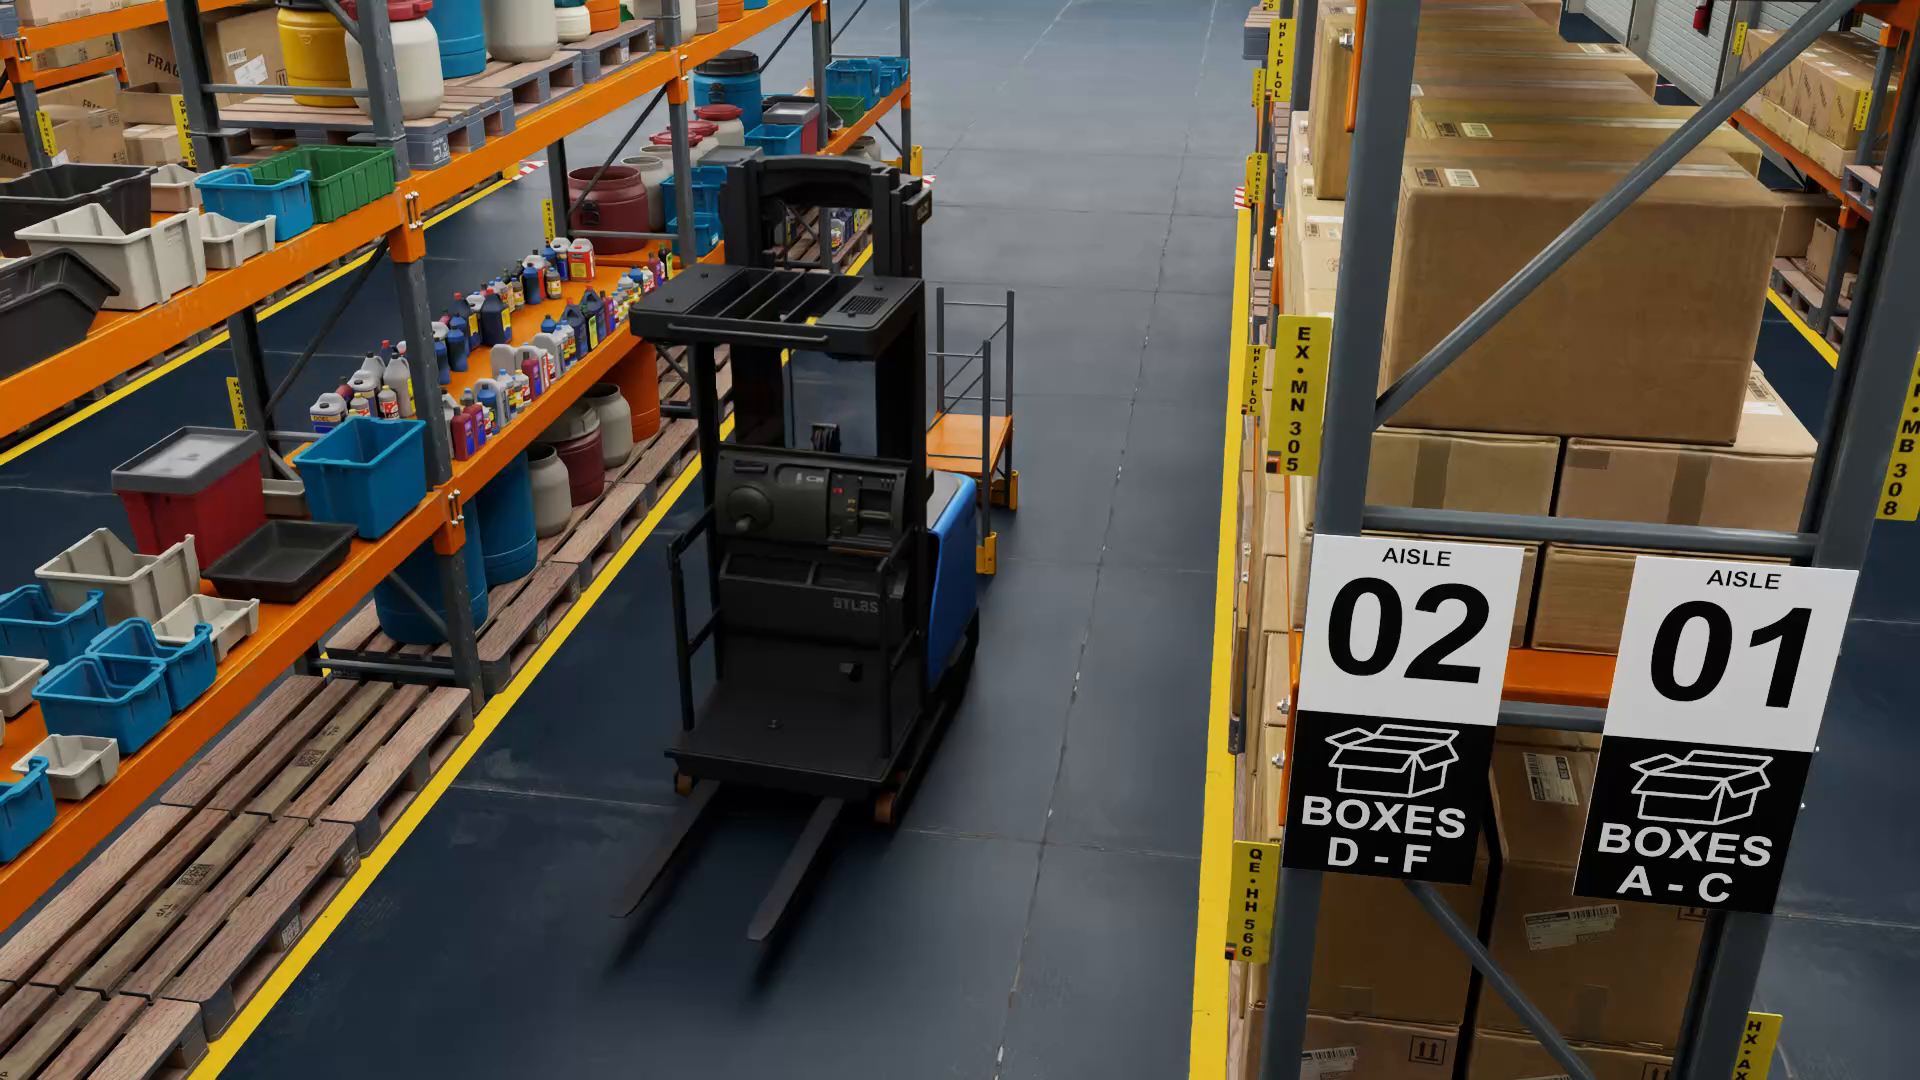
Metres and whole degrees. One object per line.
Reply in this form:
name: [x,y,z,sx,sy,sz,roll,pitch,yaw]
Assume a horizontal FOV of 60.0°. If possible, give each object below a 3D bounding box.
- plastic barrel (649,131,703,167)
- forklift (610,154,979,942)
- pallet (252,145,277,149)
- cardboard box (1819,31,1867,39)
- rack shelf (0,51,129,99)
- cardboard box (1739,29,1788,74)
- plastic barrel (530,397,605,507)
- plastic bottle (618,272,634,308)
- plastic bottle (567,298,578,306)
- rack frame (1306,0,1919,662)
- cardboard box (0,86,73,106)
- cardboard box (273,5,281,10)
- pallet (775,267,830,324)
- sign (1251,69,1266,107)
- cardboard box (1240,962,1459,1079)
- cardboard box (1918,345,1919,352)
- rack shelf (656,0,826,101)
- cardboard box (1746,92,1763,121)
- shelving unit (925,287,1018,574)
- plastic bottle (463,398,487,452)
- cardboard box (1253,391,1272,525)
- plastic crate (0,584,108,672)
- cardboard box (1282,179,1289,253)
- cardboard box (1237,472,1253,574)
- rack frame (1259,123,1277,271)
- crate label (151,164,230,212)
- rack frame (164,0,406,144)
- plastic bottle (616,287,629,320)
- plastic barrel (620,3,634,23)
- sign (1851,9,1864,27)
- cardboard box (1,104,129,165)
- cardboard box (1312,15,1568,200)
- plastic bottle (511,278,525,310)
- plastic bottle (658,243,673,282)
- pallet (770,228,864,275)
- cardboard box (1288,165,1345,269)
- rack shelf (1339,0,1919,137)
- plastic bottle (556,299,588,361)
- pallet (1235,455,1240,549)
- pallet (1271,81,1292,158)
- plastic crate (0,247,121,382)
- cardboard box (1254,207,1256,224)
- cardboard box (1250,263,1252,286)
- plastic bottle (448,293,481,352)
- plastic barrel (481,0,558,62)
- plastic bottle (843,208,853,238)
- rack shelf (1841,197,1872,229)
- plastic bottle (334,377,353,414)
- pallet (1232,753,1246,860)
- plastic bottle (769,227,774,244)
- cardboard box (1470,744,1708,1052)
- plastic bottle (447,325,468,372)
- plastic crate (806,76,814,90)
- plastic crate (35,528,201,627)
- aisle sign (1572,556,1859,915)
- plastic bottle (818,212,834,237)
plastic barrel: [-2.290,-3.023,13.509,0.433,0.535,0.433,0,25,0]
forklift: [-0.756,-0.156,7.625,1.130,2.935,3.031,6,26,13]
pallet: [-6.881,-3.781,15.515,1.003,0.211,1.213,4,25,9]
cardboard box: [8.834,-4.889,16.926,0.500,0.500,0.500,4,25,8]
rack shelf: [-11.163,-5.074,18.900,1.077,0.370,4.000,4,25,9]
cardboard box: [8.327,-4.922,16.997,0.500,0.500,0.500,4,25,9]
plastic barrel: [-2.628,-0.581,10.802,0.600,0.588,0.708,4,25,9]
plastic bottle: [-2.164,-1.598,10.777,0.097,0.271,0.097,0,25,0]
plastic bottle: [-2.385,-1.364,10.263,0.061,0.283,0.133,4,25,9]
rack frame: [1.199,-1.187,2.672,1.000,3.000,0.127,4,25,9]
cardboard box: [-11.023,-4.807,19.493,0.875,0.875,0.875,4,25,8]
cardboard box: [-6.288,-4.981,16.204,0.500,0.500,0.500,4,25,9]
pallet: [-1.816,-2.240,15.286,1.003,0.211,1.213,4,25,9]
sign: [2.612,-3.955,14.546,0.100,0.325,0.005,4,25,9]
cardboard box: [1.003,1.278,4.363,0.500,0.500,0.500,5,26,10]
cardboard box: [7.785,-1.475,12.794,0.700,0.500,0.500,4,25,9]
rack shelf: [-2.053,-4.030,13.132,1.077,0.370,4.000,4,25,9]
cardboard box: [8.237,-4.361,16.683,0.500,0.250,0.500,3,25,7]
shelving unit: [0.012,-0.711,10.500,0.587,1.500,1.083,4,25,9]
plastic bottle: [-2.531,-0.615,8.663,0.061,0.283,0.133,4,25,9]
cardboard box: [1.414,-0.248,6.444,0.500,0.500,0.500,3,25,7]
plastic crate: [-3.605,0.357,6.576,0.416,0.233,0.300,4,25,9]
cardboard box: [1.529,-1.248,6.516,0.500,0.250,0.500,4,25,9]
cardboard box: [1.903,-0.065,9.781,0.500,0.500,0.500,3,25,7]
rack frame: [2.506,-1.816,11.092,1.000,3.000,0.127,4,25,9]
crate label: [-3.399,-1.543,7.280,0.293,0.136,0.466,4,25,9]
rack frame: [-3.034,-3.205,6.983,1.000,3.000,0.127,4,25,9]
plastic bottle: [-2.179,-1.525,10.704,0.097,0.201,0.097,0,25,0]
plastic barrel: [-2.390,-3.556,11.454,0.294,0.245,0.294,0,25,0]
sign: [9.245,-5.441,17.098,0.100,0.325,0.005,4,25,9]
cardboard box: [-7.225,-3.209,13.453,0.700,0.500,0.500,8,26,16]
cardboard box: [1.513,-1.385,5.335,0.700,0.500,0.500,4,25,9]
plastic bottle: [-2.913,-1.617,10.900,0.097,0.201,0.097,0,25,0]
plastic bottle: [-2.025,-1.909,11.429,0.061,0.283,0.133,4,25,9]
pallet: [-1.576,-2.849,16.588,1.003,0.211,1.213,4,25,9]
cardboard box: [1.355,-1.057,5.518,0.500,0.250,0.500,4,25,9]
rack shelf: [1.525,-1.697,4.612,1.077,0.370,4.000,4,25,9]
plastic bottle: [-2.331,-1.265,9.973,0.144,0.351,0.185,4,25,9]
pallet: [2.347,-0.244,11.022,1.003,0.211,1.213,4,25,9]
pallet: [2.195,-2.119,8.421,1.213,0.211,1.003,4,25,9]
plastic crate: [-3.167,-0.765,5.382,0.504,0.338,0.767,4,25,9]
cardboard box: [3.260,-3.271,16.948,0.500,0.250,0.500,4,25,9]
cardboard box: [2.849,-2.283,14.836,0.500,0.250,0.500,3,25,7]
plastic bottle: [-3.026,-1.334,10.119,0.144,0.351,0.185,4,25,9]
plastic barrel: [-2.521,-3.019,9.468,0.433,0.535,0.433,0,25,0]
plastic bottle: [-1.154,-3.221,16.699,0.144,0.351,0.185,3,25,6]
rack shelf: [7.721,-1.985,12.302,1.077,0.370,4.000,4,25,9]
plastic bottle: [-3.296,-0.722,8.893,0.061,0.283,0.133,4,25,9]
pallet: [1.739,1.407,7.496,1.003,0.211,1.213,4,25,9]
plastic bottle: [-1.905,-3.123,16.489,0.144,0.351,0.185,3,25,7]
cardboard box: [1.531,0.864,4.068,0.500,0.500,0.500,5,26,10]
plastic bottle: [-2.960,-1.133,9.784,0.097,0.271,0.097,0,25,0]
plastic crate: [-1.536,-5.035,18.280,0.298,0.136,0.250,4,25,9]
plastic crate: [-3.465,0.164,6.930,0.437,0.282,0.530,4,25,9]
aisle sign: [1.477,0.401,3.288,0.394,0.787,0.004,4,25,9]
plastic bottle: [-1.327,-3.152,16.552,0.144,0.351,0.185,4,25,9]
